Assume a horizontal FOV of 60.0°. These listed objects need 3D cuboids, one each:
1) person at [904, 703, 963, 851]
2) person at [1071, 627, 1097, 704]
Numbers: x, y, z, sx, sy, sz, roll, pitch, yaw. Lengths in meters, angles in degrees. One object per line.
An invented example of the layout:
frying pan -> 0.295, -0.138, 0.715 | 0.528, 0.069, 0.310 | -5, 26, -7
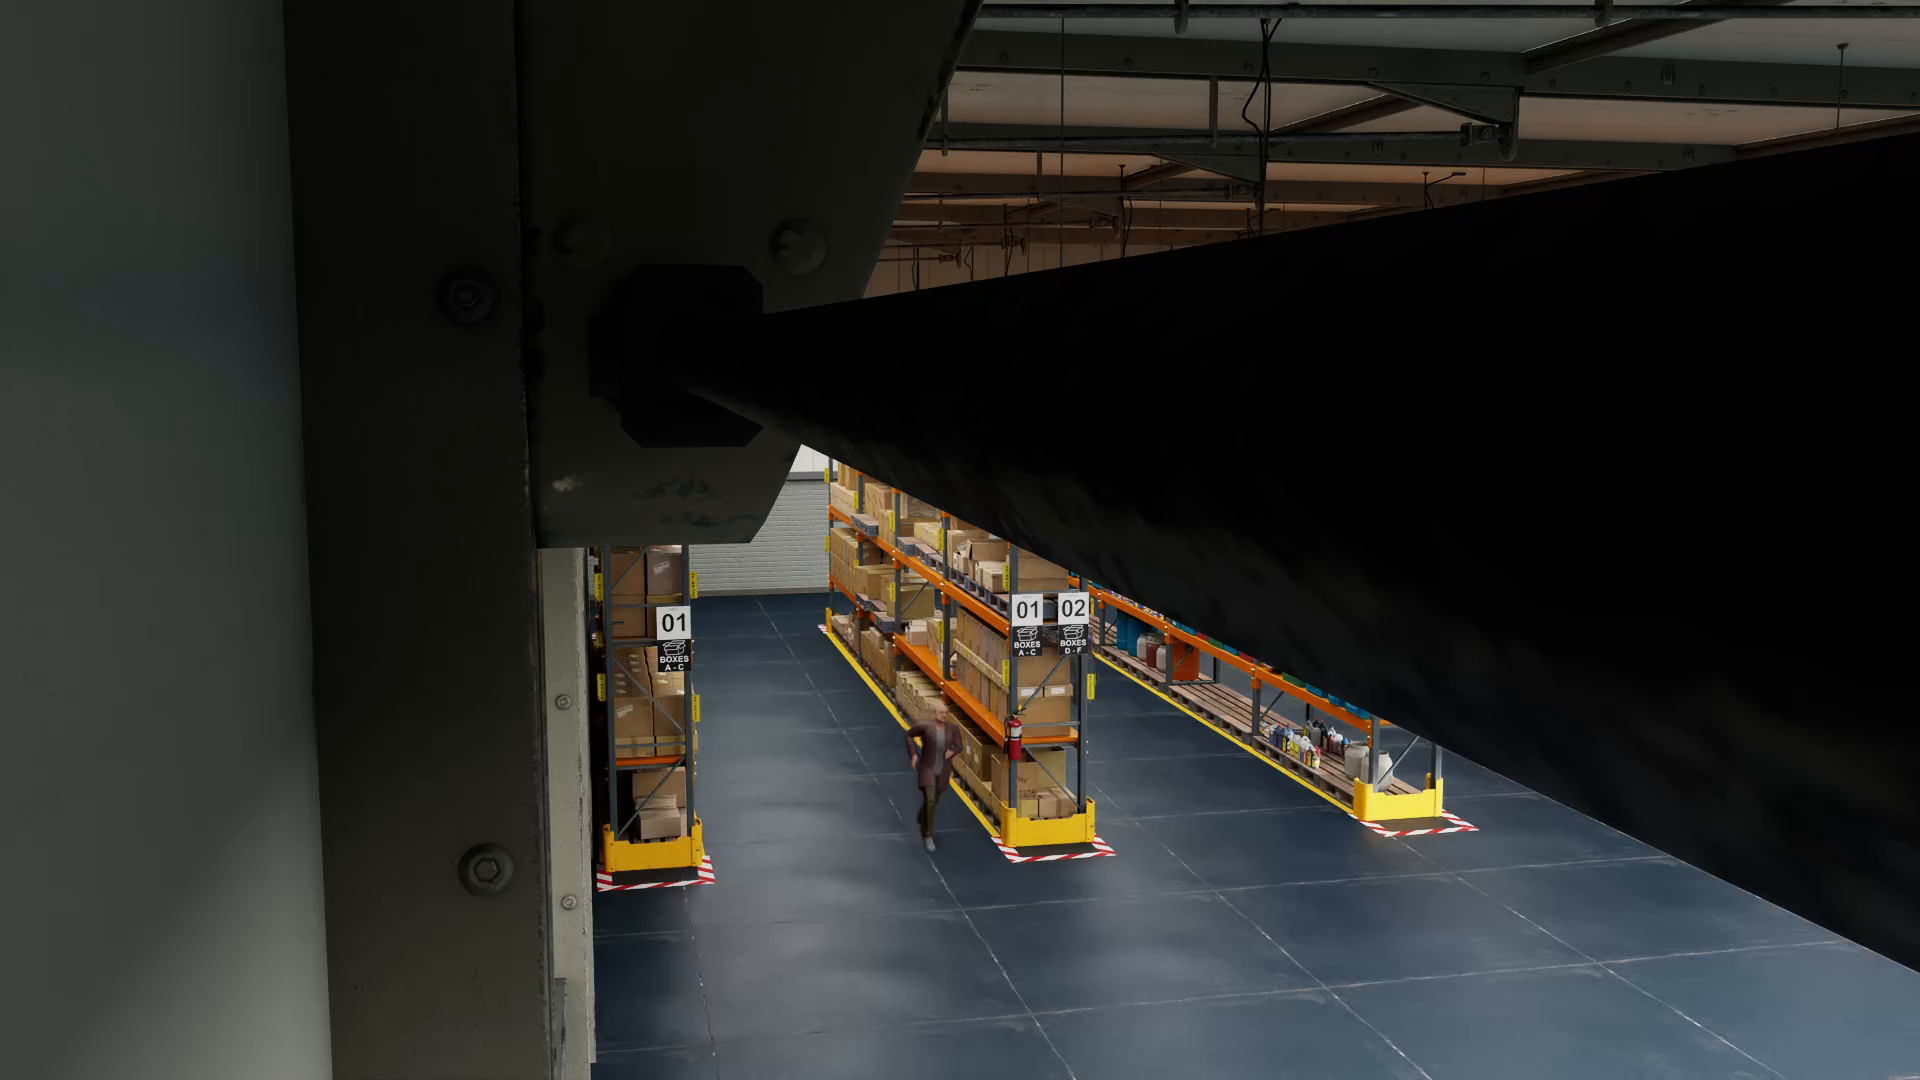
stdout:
person -> -0.316, 3.014, 21.184 | 0.707, 1.734, 0.915 | -3, 7, -21
person -> 2.172, 2.081, 29.000 | 0.554, 1.622, 0.611 | -3, 7, -23
